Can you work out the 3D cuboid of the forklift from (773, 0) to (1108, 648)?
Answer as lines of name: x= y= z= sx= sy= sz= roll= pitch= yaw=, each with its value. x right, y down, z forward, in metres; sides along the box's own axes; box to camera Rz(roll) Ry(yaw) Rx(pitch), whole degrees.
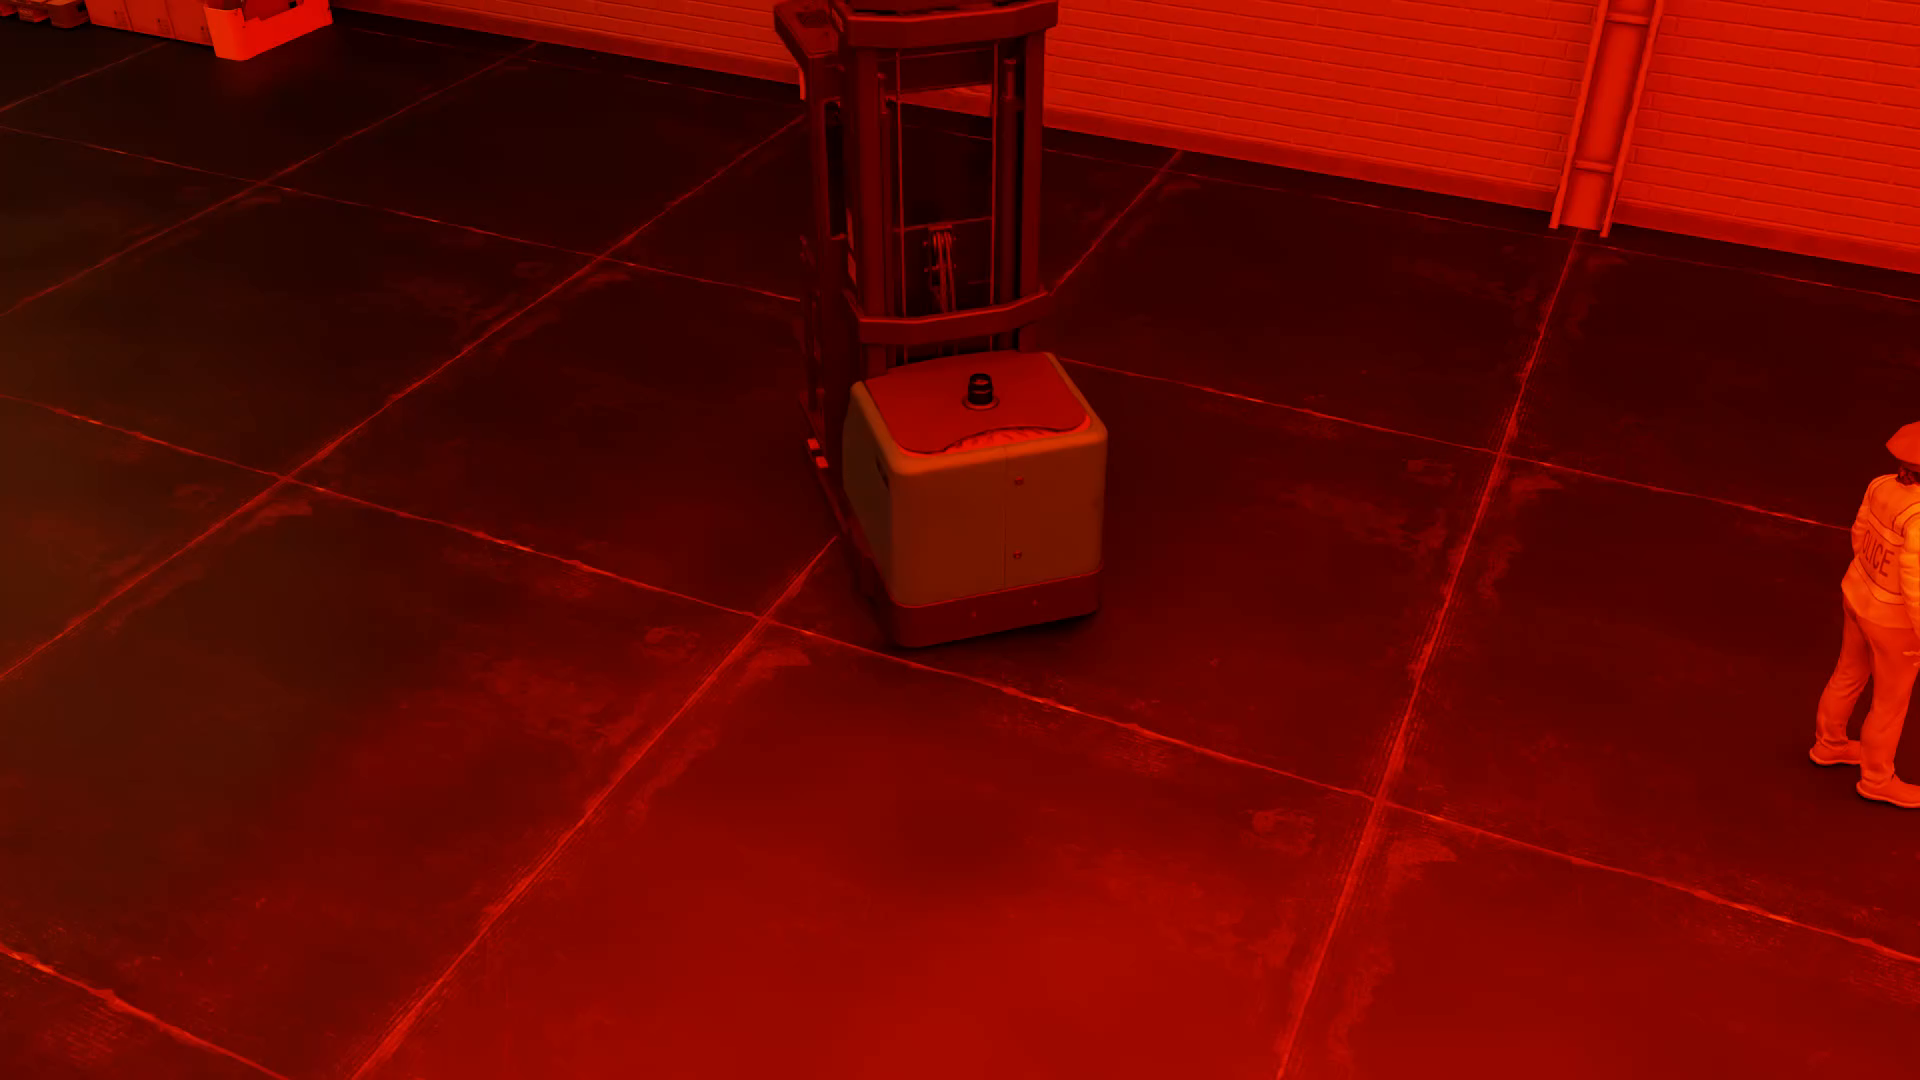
forklift: x=-0.241 y=-1.544 z=8.251 sx=1.130 sy=2.935 sz=3.031 roll=-10 pitch=37 yaw=-14

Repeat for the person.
person: x=3.832 y=0.276 z=6.752 sx=0.529 sy=1.694 sz=0.587 roll=0 pitch=35 yaw=0
